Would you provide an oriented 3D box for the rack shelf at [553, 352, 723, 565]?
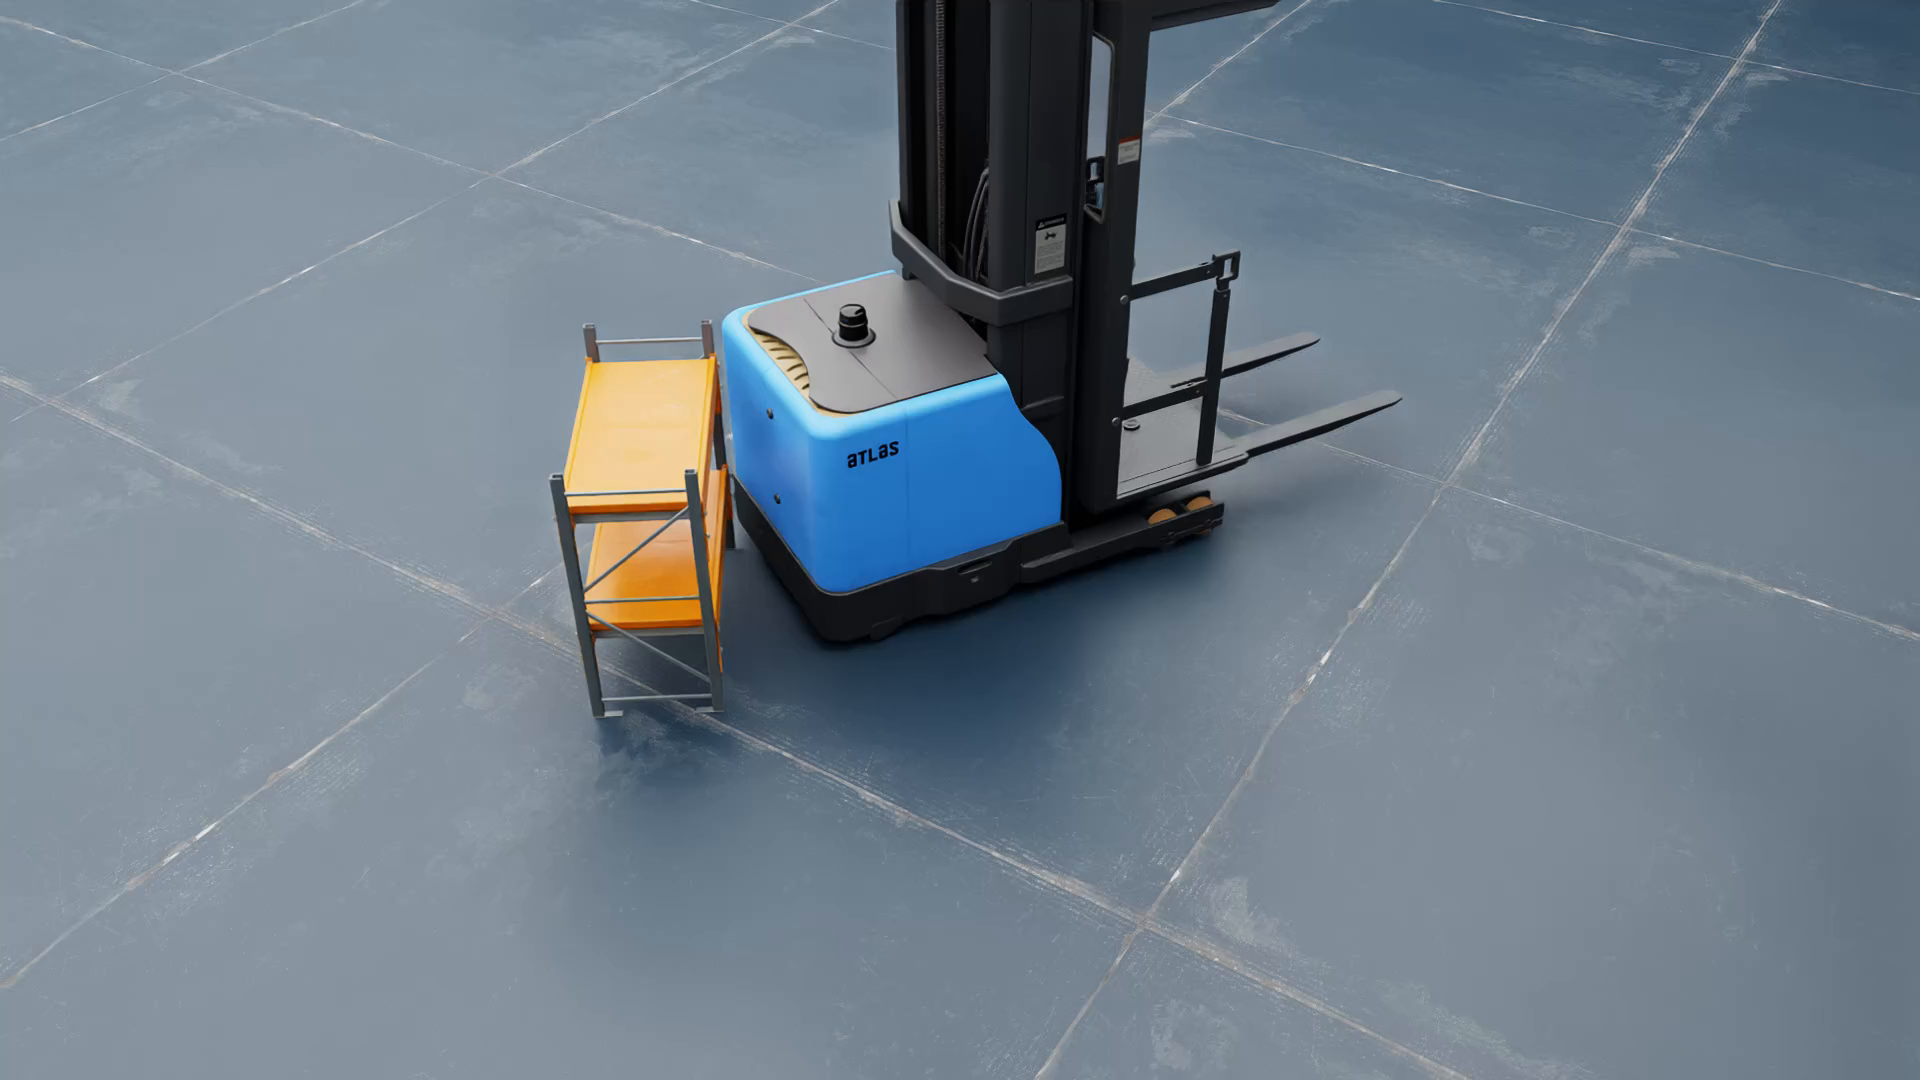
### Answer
[{"bbox_3d":[-1.188,-0.322,6.267,0.538,0.278,1.000,-2,38,-3],"label":"rack shelf"}]

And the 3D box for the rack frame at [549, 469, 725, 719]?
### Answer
[{"bbox_3d":[-1.155,0.219,6.044,0.500,1.125,0.032,-2,38,-3],"label":"rack frame"}]

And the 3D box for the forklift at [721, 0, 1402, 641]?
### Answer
[{"bbox_3d":[0.572,-1.394,6.658,3.031,2.935,1.130,-18,41,-22],"label":"forklift"}]

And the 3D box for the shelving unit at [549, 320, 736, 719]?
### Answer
[{"bbox_3d":[-1.188,-0.090,6.446,0.538,1.125,1.048,-2,38,-3],"label":"shelving unit"}]

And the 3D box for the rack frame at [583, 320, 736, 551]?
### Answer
[{"bbox_3d":[-1.222,-0.400,6.848,0.500,1.125,0.032,-2,38,-3],"label":"rack frame"}]

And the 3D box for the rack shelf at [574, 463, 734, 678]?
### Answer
[{"bbox_3d":[-1.188,0.103,6.595,0.538,0.278,1.000,-2,38,-3],"label":"rack shelf"}]
